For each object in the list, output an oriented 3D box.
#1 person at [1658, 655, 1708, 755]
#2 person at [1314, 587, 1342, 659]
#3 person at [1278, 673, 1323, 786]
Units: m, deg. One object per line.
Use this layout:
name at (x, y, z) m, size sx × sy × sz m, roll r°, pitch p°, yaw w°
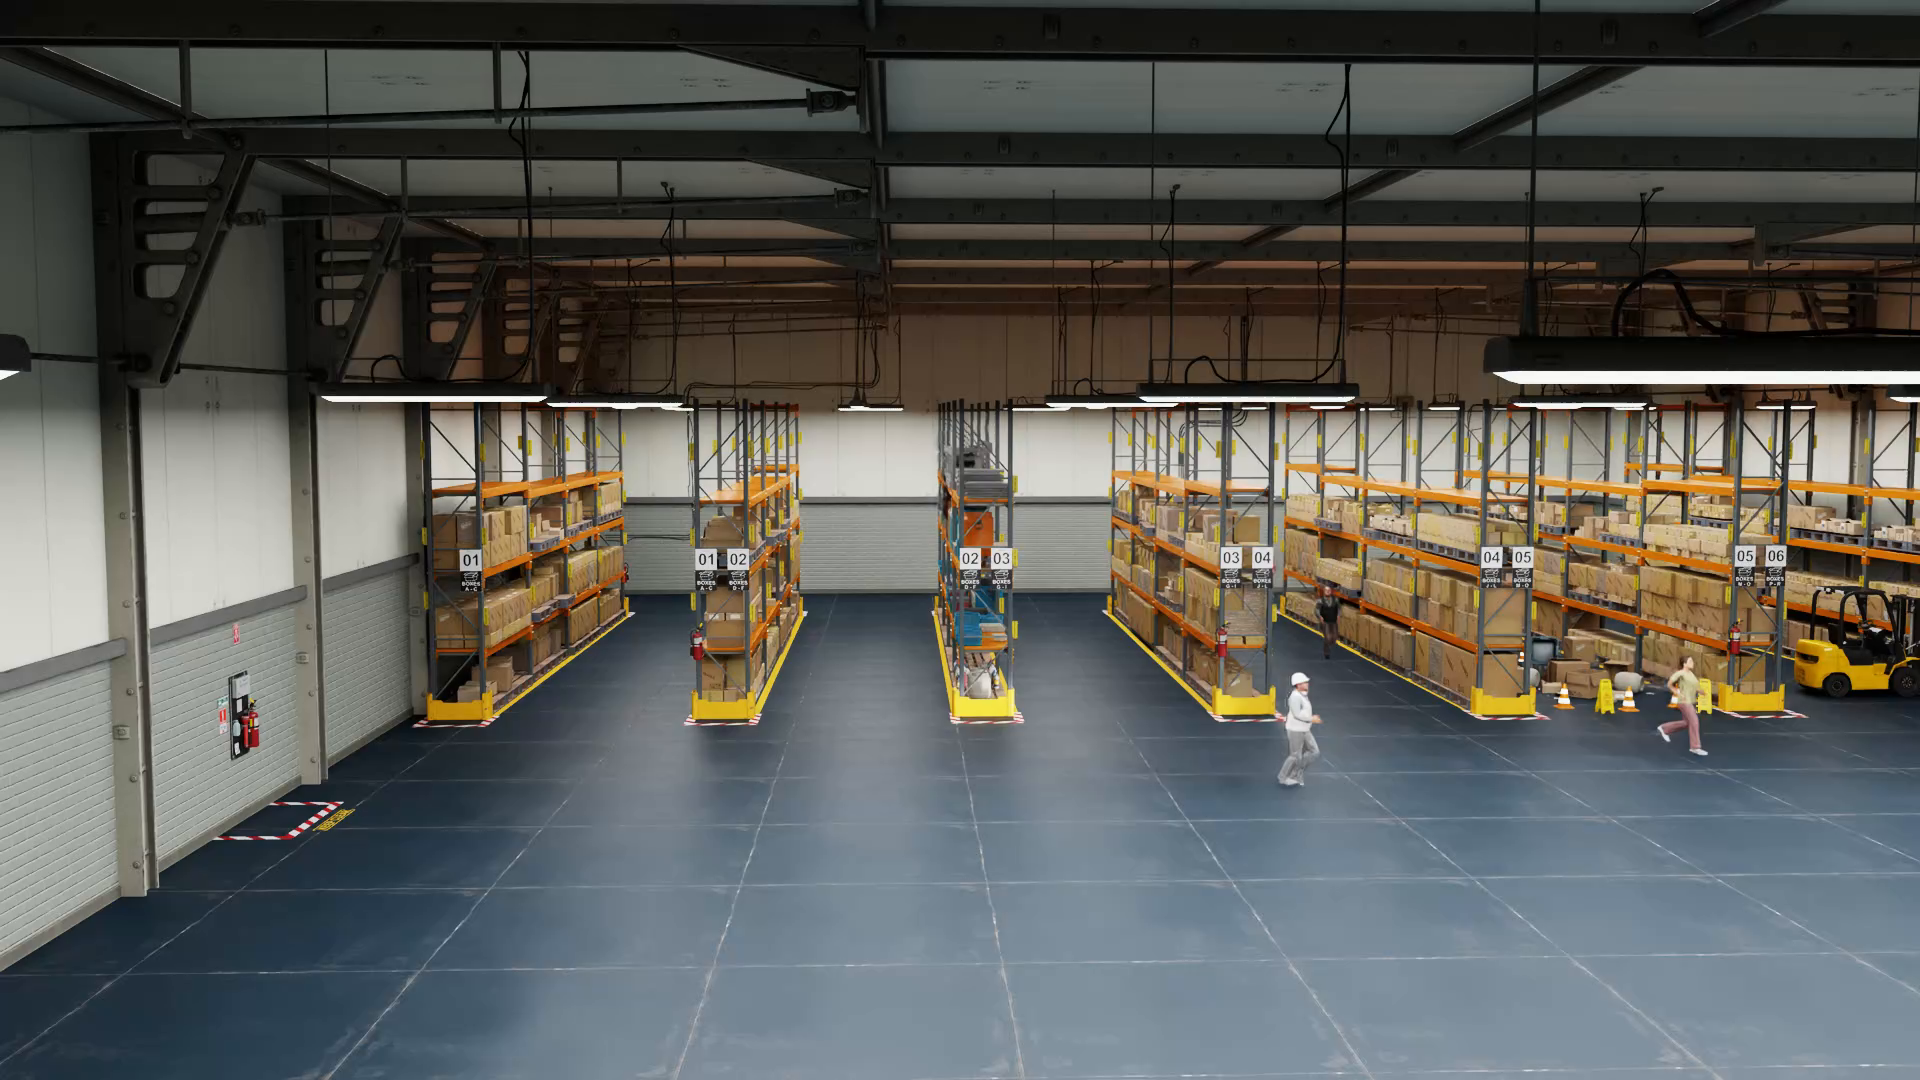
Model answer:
person at (12.244, 2.767, 28.148) m, size 0.579 × 1.668 × 0.875 m, roll -4°, pitch 6°, yaw -44°
person at (8.623, 1.934, 38.934) m, size 0.663 × 1.690 × 0.540 m, roll 0°, pitch 4°, yaw 0°
person at (5.230, 2.920, 25.462) m, size 0.692 × 1.793 × 0.685 m, roll 2°, pitch 5°, yaw 26°
